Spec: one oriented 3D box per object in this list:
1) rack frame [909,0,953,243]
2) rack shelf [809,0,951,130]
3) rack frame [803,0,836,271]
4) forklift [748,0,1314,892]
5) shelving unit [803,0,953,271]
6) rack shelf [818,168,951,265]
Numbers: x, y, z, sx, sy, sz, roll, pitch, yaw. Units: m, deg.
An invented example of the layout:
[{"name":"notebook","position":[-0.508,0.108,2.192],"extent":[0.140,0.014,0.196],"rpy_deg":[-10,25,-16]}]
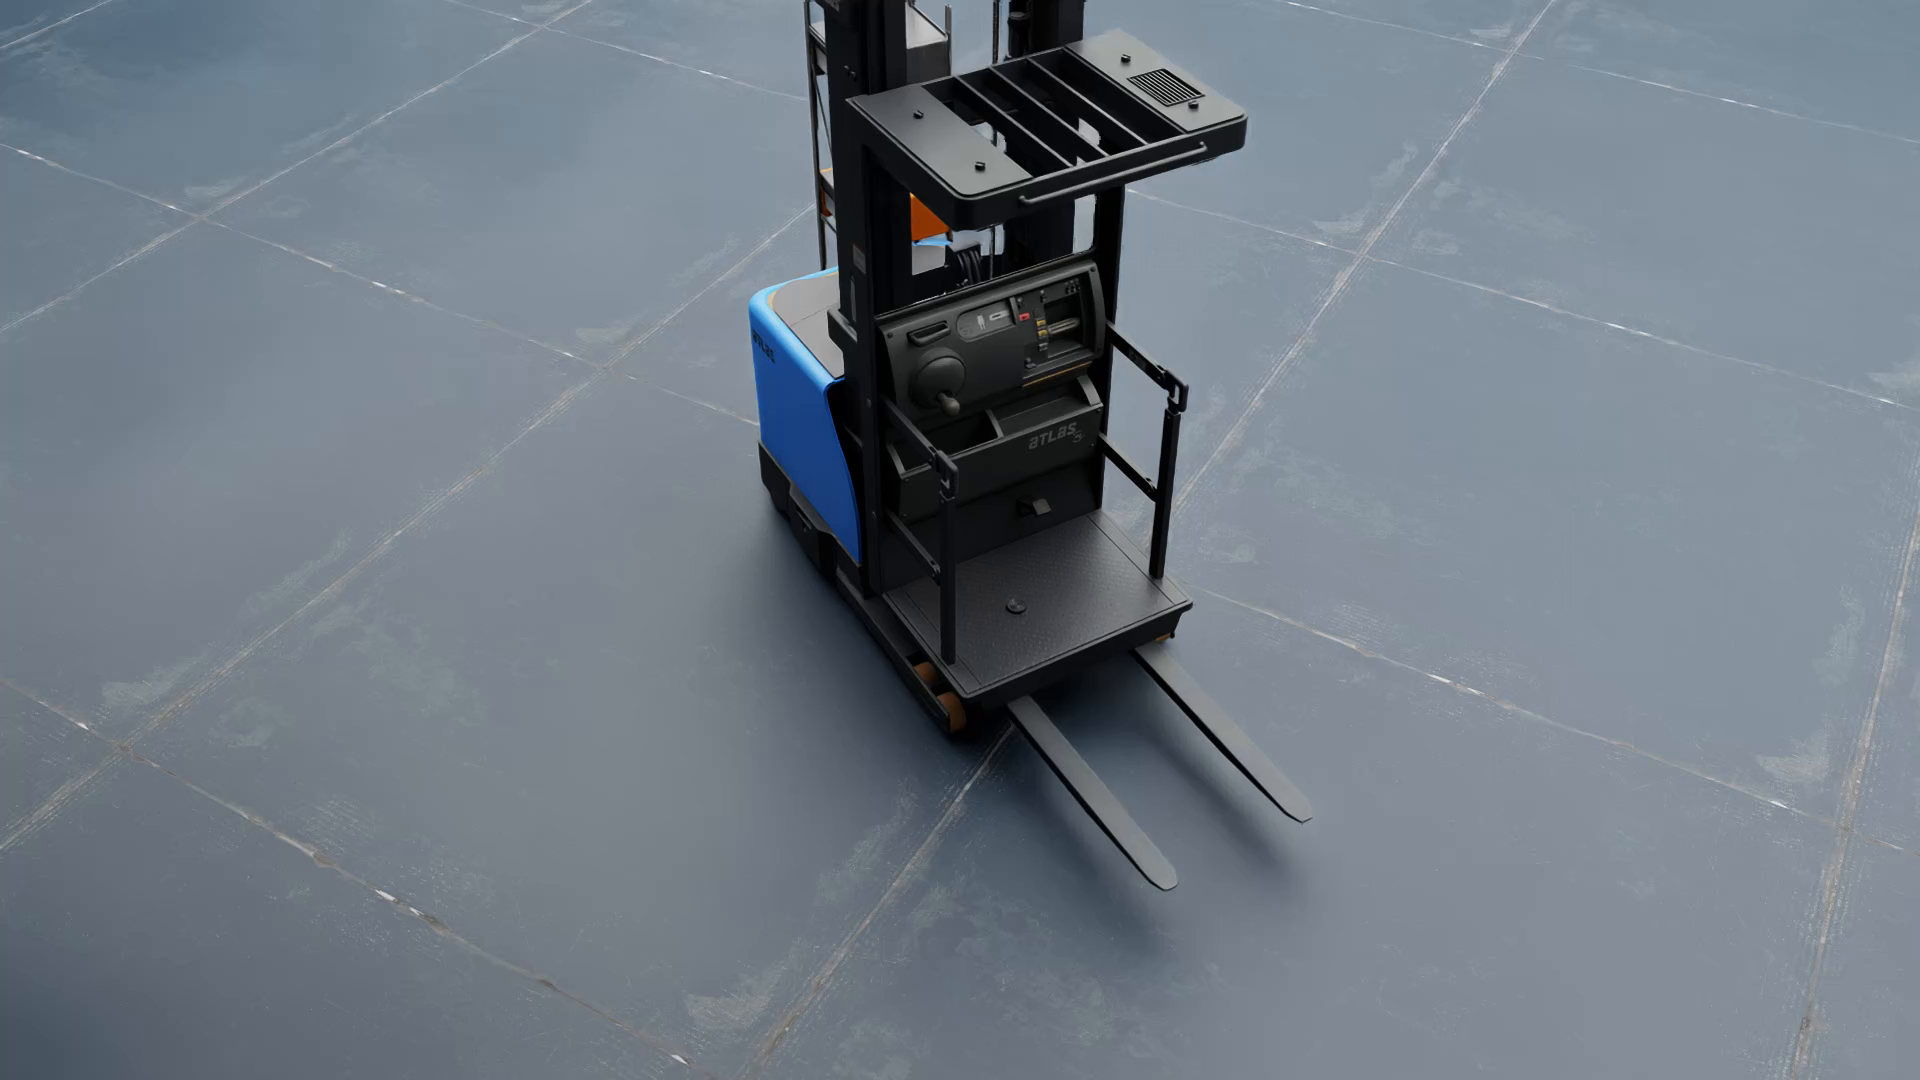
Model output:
[{"name":"rack frame","position":[-0.130,-1.542,7.728],"extent":[0.015,2.100,0.400],"rpy_deg":[-18,45,-20]},{"name":"rack shelf","position":[-0.348,-1.985,7.193],"extent":[0.480,0.518,0.431],"rpy_deg":[-18,45,-20]},{"name":"rack frame","position":[-0.566,-1.398,7.564],"extent":[0.015,2.100,0.400],"rpy_deg":[-18,45,-20]},{"name":"forklift","position":[0.247,-0.676,6.116],"extent":[1.130,2.935,3.031],"rpy_deg":[-21,46,-22]},{"name":"shelving unit","position":[-0.348,-1.470,7.646],"extent":[0.503,2.100,0.431],"rpy_deg":[-18,45,-20]},{"name":"rack shelf","position":[-0.348,-1.460,7.655],"extent":[0.480,0.518,0.431],"rpy_deg":[-18,45,-20]}]
